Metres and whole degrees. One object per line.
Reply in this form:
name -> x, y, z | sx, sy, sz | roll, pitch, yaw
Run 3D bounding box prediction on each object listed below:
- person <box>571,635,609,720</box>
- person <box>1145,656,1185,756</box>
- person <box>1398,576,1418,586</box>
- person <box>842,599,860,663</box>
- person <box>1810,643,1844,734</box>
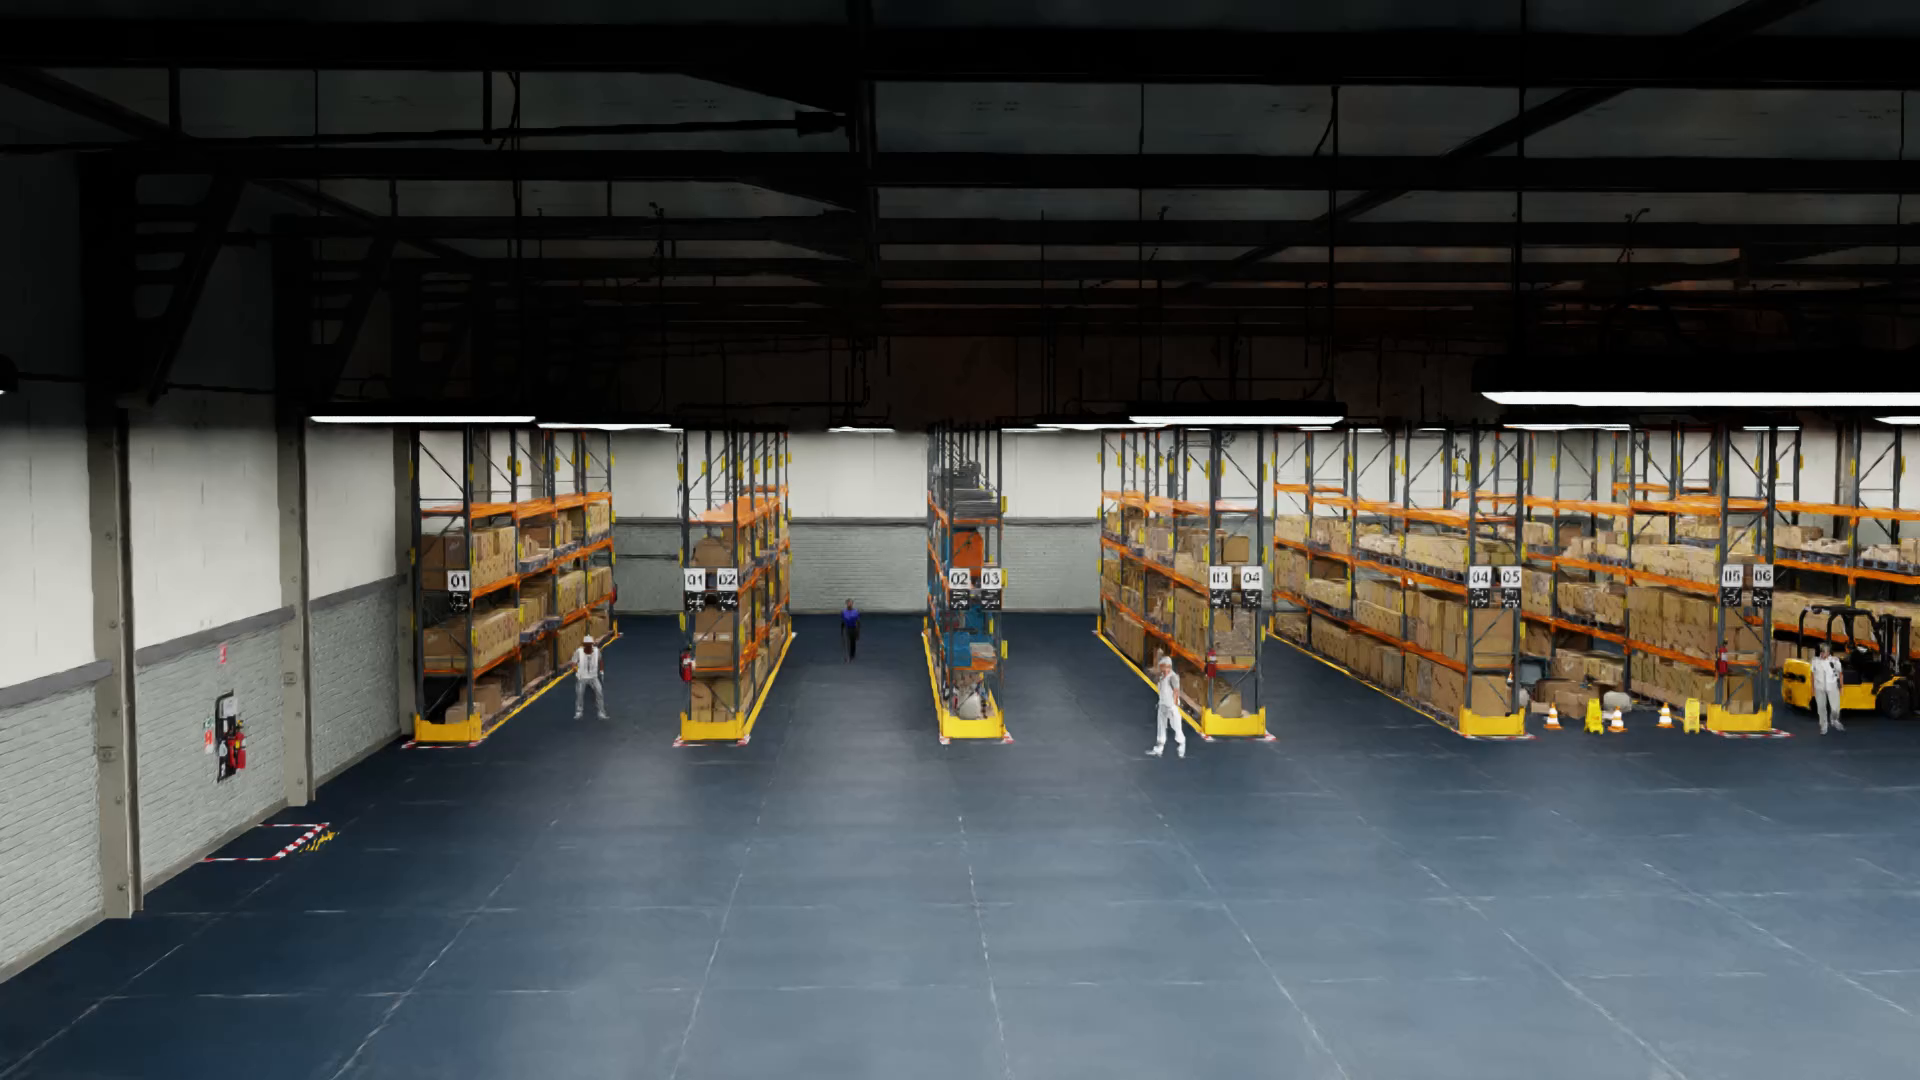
person -> -7.419, 2.730, 33.176 | 0.704, 1.716, 0.810 | -1, 4, -21
person -> 3.648, 2.946, 29.492 | 0.630, 1.789, 0.671 | -2, 4, -26
person -> 13.789, 1.566, 51.169 | 0.498, 1.766, 0.658 | -3, 5, -39
person -> -2.728, 2.257, 41.570 | 0.461, 1.596, 0.986 | 0, 4, -4
person -> 16.570, 2.815, 31.758 | 0.604, 1.750, 0.546 | 2, 4, 34
